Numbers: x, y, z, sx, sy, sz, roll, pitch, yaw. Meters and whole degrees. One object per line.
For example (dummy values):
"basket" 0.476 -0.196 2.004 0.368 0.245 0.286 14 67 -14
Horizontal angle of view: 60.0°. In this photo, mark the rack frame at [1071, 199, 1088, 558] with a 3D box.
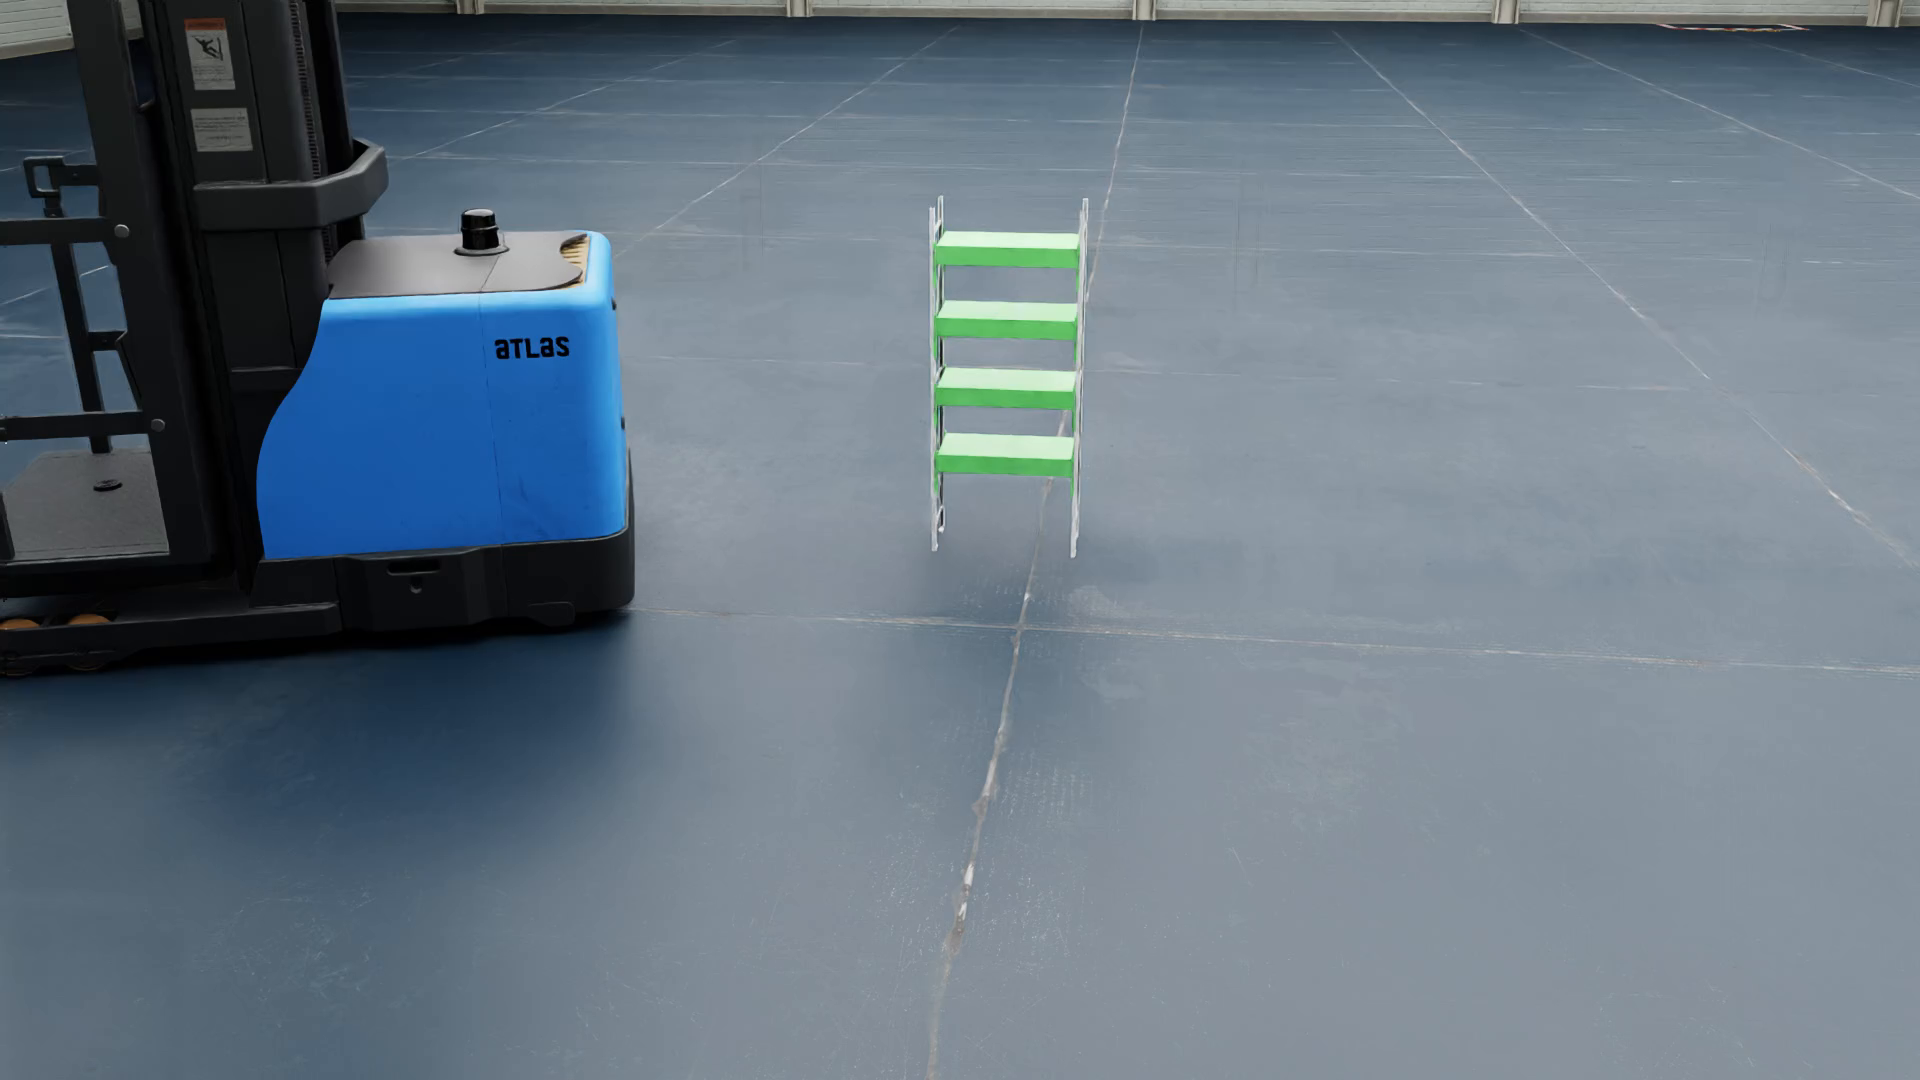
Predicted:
"rack frame" 0.407 -0.540 5.674 0.015 1.200 0.240 2 22 6

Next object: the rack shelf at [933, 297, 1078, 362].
"rack shelf" 0.164 -0.715 5.636 0.480 0.148 0.258 2 22 6

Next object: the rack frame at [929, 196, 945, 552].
"rack frame" -0.078 -0.561 5.728 0.015 1.200 0.240 2 22 6

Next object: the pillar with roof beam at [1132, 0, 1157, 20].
"pillar with roof beam" 2.648 -11.531 22.866 0.400 9.000 9.100 2 22 6

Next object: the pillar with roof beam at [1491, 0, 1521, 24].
"pillar with roof beam" 8.606 -11.271 22.209 0.400 9.000 9.100 2 22 6

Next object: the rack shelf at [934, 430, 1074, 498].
"rack shelf" 0.164 -0.268 5.813 0.480 0.148 0.258 2 22 6

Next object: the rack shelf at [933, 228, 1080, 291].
"rack shelf" 0.164 -0.938 5.548 0.480 0.148 0.258 2 22 6

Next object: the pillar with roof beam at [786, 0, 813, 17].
"pillar with roof beam" -3.311 -11.790 23.523 0.400 9.000 9.100 2 22 6

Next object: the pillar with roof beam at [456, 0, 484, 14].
"pillar with roof beam" -9.269 -12.050 24.179 0.400 9.000 9.100 2 22 6

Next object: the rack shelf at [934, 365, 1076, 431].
"rack shelf" 0.164 -0.491 5.725 0.480 0.148 0.258 2 22 6

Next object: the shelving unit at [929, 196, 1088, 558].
"shelving unit" 0.164 -0.551 5.701 0.503 1.200 0.258 2 22 6

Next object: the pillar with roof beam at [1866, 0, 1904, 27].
"pillar with roof beam" 14.564 -11.011 21.553 0.400 9.000 9.100 2 22 6

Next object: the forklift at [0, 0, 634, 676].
"forklift" -2.603 -1.170 4.913 3.031 2.935 1.130 -4 22 -10
